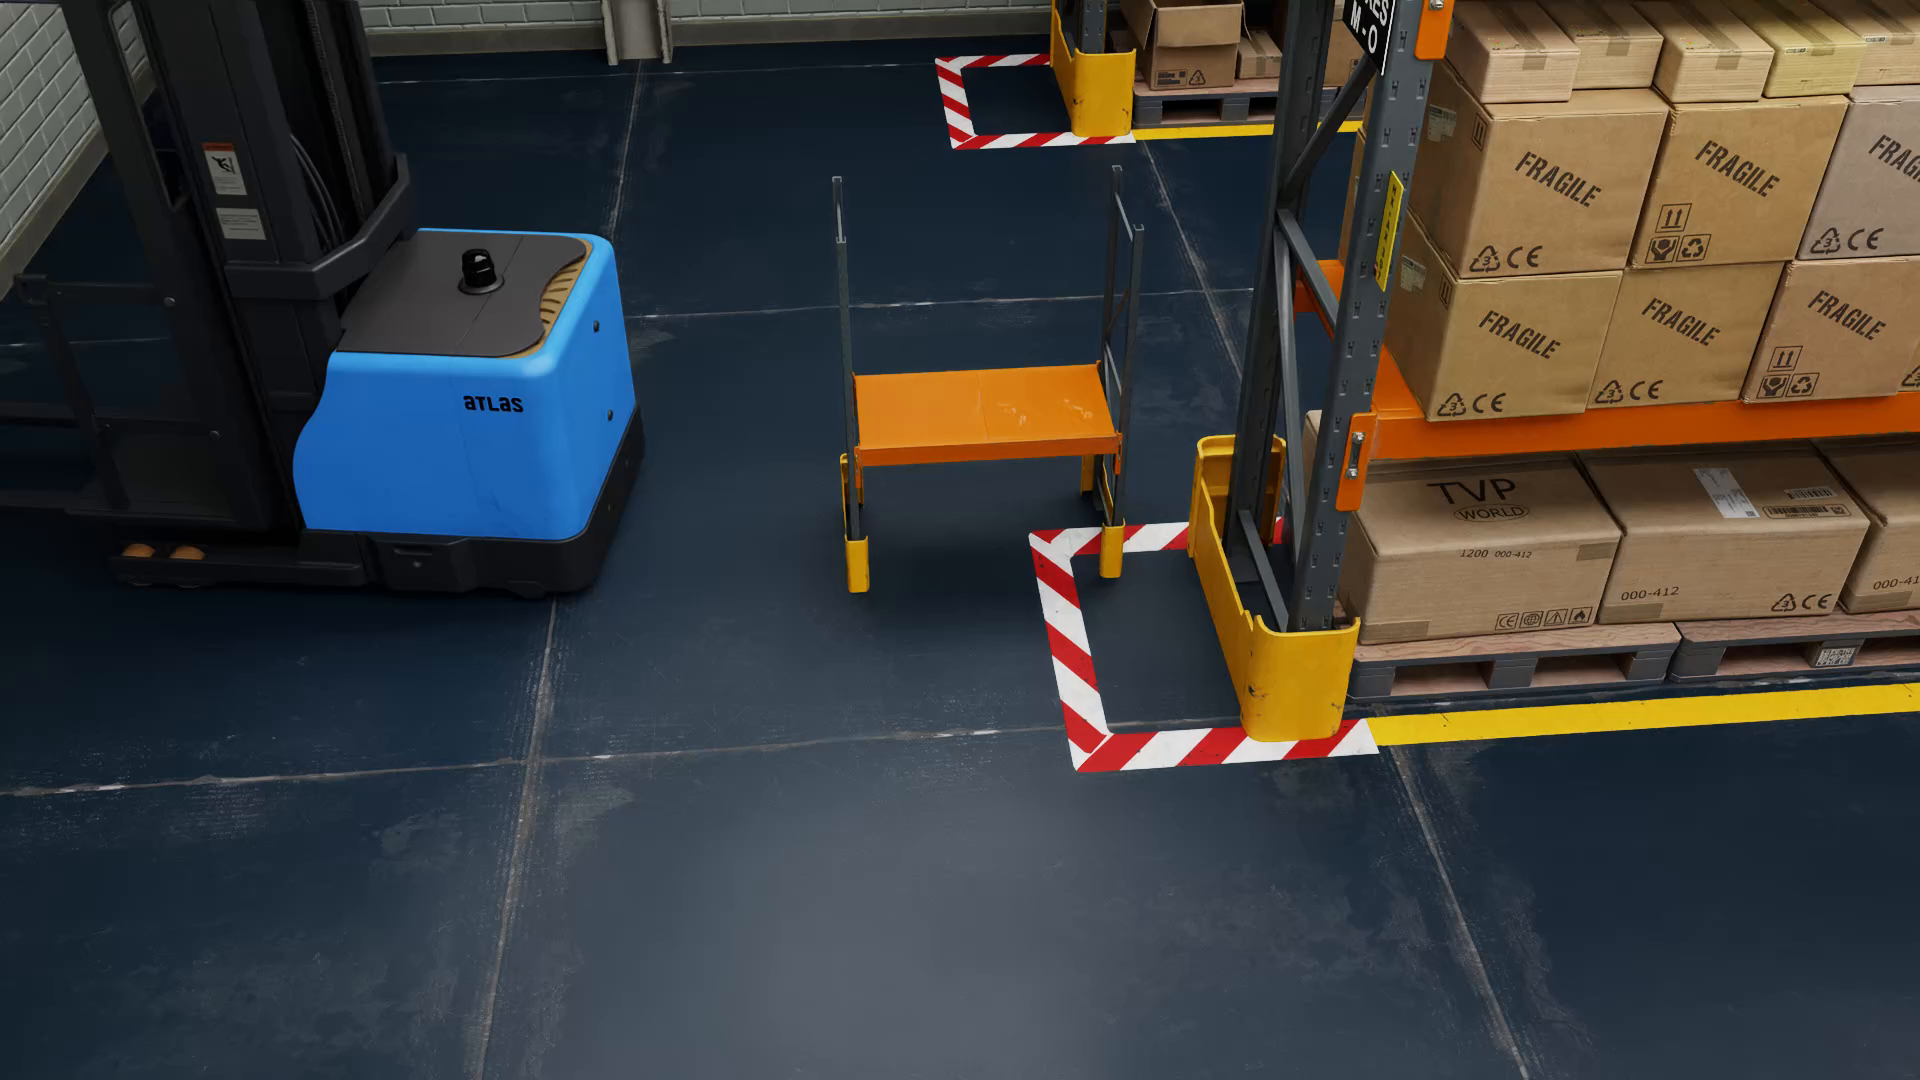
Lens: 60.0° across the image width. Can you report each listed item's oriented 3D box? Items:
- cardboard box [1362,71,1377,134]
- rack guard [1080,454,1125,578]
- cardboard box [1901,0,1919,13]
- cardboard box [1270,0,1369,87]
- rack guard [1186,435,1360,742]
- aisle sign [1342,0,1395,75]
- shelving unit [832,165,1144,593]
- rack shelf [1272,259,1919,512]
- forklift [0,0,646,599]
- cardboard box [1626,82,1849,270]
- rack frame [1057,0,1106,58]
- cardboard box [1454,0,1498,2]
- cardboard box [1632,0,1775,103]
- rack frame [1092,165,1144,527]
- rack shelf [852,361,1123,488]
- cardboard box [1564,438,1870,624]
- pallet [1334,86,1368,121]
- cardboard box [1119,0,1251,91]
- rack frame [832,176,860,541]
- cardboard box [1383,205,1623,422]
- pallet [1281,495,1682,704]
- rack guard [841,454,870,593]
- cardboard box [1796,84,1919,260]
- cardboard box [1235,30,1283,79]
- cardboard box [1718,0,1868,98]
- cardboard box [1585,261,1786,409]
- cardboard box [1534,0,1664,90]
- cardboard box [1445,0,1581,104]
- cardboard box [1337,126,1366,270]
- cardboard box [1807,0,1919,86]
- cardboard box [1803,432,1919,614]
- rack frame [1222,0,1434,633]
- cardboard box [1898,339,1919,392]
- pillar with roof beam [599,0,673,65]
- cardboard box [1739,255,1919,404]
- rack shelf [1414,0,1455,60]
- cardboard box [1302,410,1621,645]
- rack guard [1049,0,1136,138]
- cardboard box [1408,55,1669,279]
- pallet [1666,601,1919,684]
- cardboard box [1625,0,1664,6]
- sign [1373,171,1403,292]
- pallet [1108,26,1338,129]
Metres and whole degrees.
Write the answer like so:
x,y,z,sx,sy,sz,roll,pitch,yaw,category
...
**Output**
x,y,z,sx,sy,sz,roll,pitch,yaw,category
1.615,-1.439,5.264,0.500,0.500,0.500,-2,38,-2,cardboard box
0.572,-0.130,6.712,0.087,0.250,0.587,-3,38,-4,rack guard
2.827,-1.431,4.731,0.250,0.149,0.380,-3,38,-4,cardboard box
2.185,-3.078,9.908,0.500,0.500,0.700,-2,38,-2,cardboard box
1.132,0.149,6.158,0.348,0.500,1.175,-3,38,-4,rack guard
1.110,-1.672,4.348,0.004,0.787,0.394,-3,38,-4,aisle sign
0.076,-0.593,6.291,1.083,1.500,0.587,-3,38,-4,shelving unit
3.148,-0.661,5.747,4.000,0.370,1.077,-3,38,-4,rack shelf
-2.889,-1.285,6.013,3.031,2.935,1.130,3,38,3,forklift
2.173,-1.149,4.897,0.500,0.500,0.500,-4,38,-5,cardboard box
0.712,-3.896,9.267,0.127,3.000,1.000,-3,38,-4,rack frame
1.495,-1.664,5.025,0.250,0.149,0.380,-3,38,-3,cardboard box
2.058,-1.371,4.654,0.250,0.149,0.380,-2,38,-3,cardboard box
0.591,-0.621,6.327,0.032,1.500,0.500,-3,38,-4,rack frame
0.085,-0.452,6.403,1.000,0.185,0.538,-3,38,-4,rack shelf
2.715,-0.146,6.243,0.875,0.438,0.875,-2,38,-3,cardboard box
2.794,-2.915,10.274,1.213,0.211,1.003,-3,38,-4,pallet
1.330,-3.056,9.878,0.637,0.503,0.797,-5,39,-6,cardboard box
-0.421,-0.566,6.256,0.032,1.500,0.500,-3,38,-4,rack frame
1.659,-0.722,5.163,0.500,0.500,0.500,-3,38,-4,cardboard box
1.945,0.169,6.366,1.213,0.211,1.003,-3,38,-4,pallet
-0.420,-0.075,6.643,0.087,0.250,0.587,-3,38,-4,rack guard
2.685,-1.182,4.939,0.500,0.500,0.500,-3,38,-4,cardboard box
1.756,-2.916,9.987,0.250,0.149,0.380,-5,39,-6,cardboard box
2.318,-1.396,4.687,0.250,0.149,0.380,-4,38,-5,cardboard box
2.161,-0.767,5.220,0.500,0.500,0.500,-4,38,-5,cardboard box
1.788,-1.427,4.726,0.250,0.149,0.380,-2,38,-3,cardboard box
1.534,-1.369,4.652,0.250,0.149,0.380,-2,38,-3,cardboard box
1.613,-1.063,5.595,0.500,0.500,0.500,-3,38,-4,cardboard box
2.575,-1.443,4.746,0.250,0.149,0.380,-3,38,-4,cardboard box
3.613,-0.195,6.305,0.875,0.438,0.875,-4,38,-5,cardboard box
1.156,-0.834,5.385,0.127,3.000,1.000,-3,38,-4,rack frame
3.166,-0.822,5.289,0.500,0.500,0.500,-2,38,-2,cardboard box
-1.672,-4.004,4.559,0.400,9.000,9.100,-3,38,-4,pillar with roof beam
2.669,-0.784,5.242,0.500,0.500,0.500,-3,38,-4,cardboard box
3.148,-1.839,4.818,4.000,0.370,1.077,-3,38,-4,rack shelf
1.804,-0.091,6.173,0.875,0.438,0.875,-4,38,-6,cardboard box
0.788,-2.919,10.046,0.348,0.500,1.175,-3,38,-4,rack guard
1.659,-1.116,4.855,0.500,0.500,0.500,-4,38,-5,cardboard box
3.157,0.104,6.448,1.213,0.211,1.003,-3,38,-4,pallet
1.996,-1.759,5.146,0.250,0.149,0.380,-3,38,-4,cardboard box
1.199,-0.862,4.658,0.005,0.325,0.100,-3,38,-4,sign
1.582,-2.850,10.192,1.213,0.211,1.003,-3,38,-4,pallet
